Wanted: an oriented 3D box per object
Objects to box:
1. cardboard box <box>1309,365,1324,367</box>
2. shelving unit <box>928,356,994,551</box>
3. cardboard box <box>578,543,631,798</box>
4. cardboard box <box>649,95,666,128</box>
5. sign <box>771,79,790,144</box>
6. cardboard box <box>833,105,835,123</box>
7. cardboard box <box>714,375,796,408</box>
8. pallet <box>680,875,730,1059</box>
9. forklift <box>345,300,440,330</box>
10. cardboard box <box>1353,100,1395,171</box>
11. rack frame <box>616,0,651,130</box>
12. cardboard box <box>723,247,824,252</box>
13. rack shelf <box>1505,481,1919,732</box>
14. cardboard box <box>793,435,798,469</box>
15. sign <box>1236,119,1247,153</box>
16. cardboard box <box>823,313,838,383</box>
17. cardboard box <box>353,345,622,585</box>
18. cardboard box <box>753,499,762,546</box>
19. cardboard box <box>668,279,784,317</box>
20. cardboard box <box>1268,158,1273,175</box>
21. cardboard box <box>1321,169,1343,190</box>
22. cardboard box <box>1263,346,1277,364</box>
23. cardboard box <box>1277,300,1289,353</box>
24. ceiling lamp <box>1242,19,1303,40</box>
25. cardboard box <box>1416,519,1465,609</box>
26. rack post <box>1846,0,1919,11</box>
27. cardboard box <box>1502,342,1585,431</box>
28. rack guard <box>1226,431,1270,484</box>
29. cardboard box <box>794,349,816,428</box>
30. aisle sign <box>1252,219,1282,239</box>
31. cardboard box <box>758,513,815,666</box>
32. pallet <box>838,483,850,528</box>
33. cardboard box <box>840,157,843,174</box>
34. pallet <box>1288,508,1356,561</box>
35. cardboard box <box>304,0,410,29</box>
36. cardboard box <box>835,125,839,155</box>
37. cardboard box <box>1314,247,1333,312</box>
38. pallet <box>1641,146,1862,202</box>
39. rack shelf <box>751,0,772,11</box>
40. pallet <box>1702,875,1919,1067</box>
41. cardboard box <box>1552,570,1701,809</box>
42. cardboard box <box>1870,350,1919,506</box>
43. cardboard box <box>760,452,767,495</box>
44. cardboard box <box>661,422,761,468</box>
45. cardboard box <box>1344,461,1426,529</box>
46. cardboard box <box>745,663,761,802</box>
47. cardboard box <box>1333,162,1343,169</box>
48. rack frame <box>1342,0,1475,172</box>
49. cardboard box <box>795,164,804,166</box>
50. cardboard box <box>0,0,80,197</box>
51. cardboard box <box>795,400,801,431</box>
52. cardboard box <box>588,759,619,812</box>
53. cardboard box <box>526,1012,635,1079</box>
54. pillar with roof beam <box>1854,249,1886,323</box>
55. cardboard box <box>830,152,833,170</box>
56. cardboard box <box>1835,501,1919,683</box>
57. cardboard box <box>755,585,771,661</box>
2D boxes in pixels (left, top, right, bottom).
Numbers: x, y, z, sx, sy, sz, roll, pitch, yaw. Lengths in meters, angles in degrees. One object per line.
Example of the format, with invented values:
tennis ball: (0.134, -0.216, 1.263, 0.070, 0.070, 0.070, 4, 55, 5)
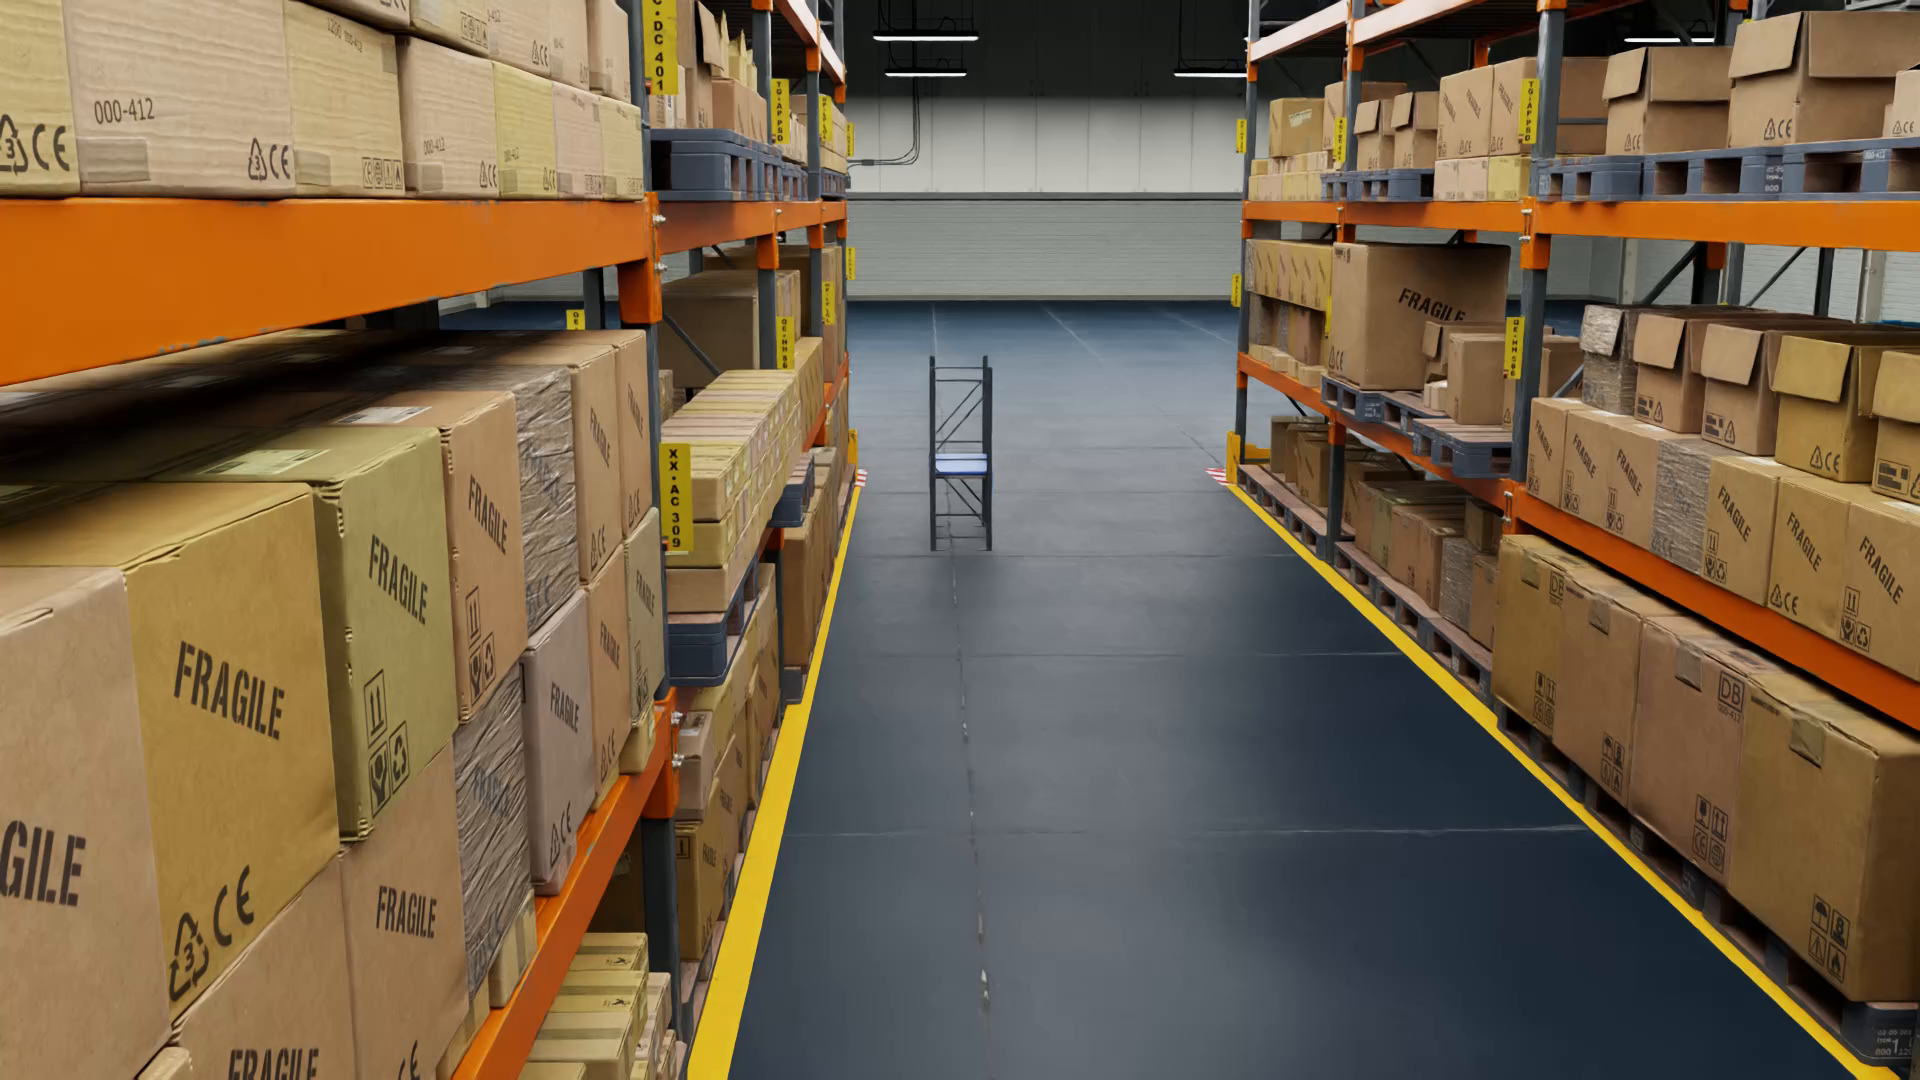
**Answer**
cardboard box: (3.174, -1.407, 14.083, 0.380, 0.149, 0.250, 0, 11, -1)
shelving unit: (-0.002, -0.752, 13.994, 0.538, 1.500, 1.048, 0, 11, -1)
cardboard box: (-1.091, 0.304, 4.015, 0.500, 0.500, 0.500, -1, 11, -3)
cardboard box: (-1.291, -1.500, 5.055, 0.700, 0.500, 0.500, 0, 11, -1)
sign: (-0.933, -2.220, 8.610, 0.100, 0.325, 0.005, 0, 11, -1)
cardboard box: (-1.254, -3.609, 14.077, 0.380, 0.149, 0.250, 0, 11, -1)
cardboard box: (-1.004, -0.723, 8.158, 0.380, 0.149, 0.250, 0, 11, -2)
pallet: (-1.411, 1.513, 6.072, 1.003, 0.211, 1.213, 0, 11, -1)
forklift: (-4.129, -0.797, 10.615, 3.031, 2.935, 1.130, -9, 14, -37)
cardboard box: (3.313, -2.922, 12.059, 0.797, 0.503, 0.637, -1, 11, -4)
rack frame: (-1.393, -2.639, 4.435, 1.000, 3.000, 0.127, 0, 11, -1)
cardboard box: (-1.693, -2.393, 15.215, 0.875, 0.550, 0.550, 0, 11, -1)
rack shelf: (3.527, 0.256, 7.064, 1.077, 0.370, 4.000, 0, 11, -1)
cardboard box: (-1.003, -0.431, 8.217, 0.380, 0.149, 0.250, 0, 11, -1)
sign: (2.778, -3.981, 16.395, 0.100, 0.325, 0.005, 0, 11, -1)
cardboard box: (-1.505, -1.653, 14.287, 0.875, 0.550, 0.550, 0, 11, -1)
cardboard box: (-1.097, -0.189, 3.931, 0.500, 0.500, 0.500, -1, 11, -3)
cardboard box: (-0.964, -0.067, 6.422, 0.380, 0.149, 0.250, -1, 11, -4)
cardboard box: (-1.510, -1.427, 10.781, 0.700, 0.500, 0.500, 0, 11, -2)
cardboard box: (3.066, -3.465, 15.424, 0.380, 0.149, 0.250, 0, 11, 1)
cardboard box: (3.132, -2.776, 13.030, 0.500, 0.250, 0.500, 0, 11, 1)
cardboard box: (3.090, -1.755, 15.797, 0.380, 0.149, 0.250, 0, 11, -1)
cardboard box: (3.401, -1.972, 15.234, 0.875, 0.500, 0.500, 0, 11, -1)
ceiling lamp: (6.406, -11.145, 31.680, 2.000, 3.185, 0.800, 0, 11, -1)
cardboard box: (3.409, 0.159, 10.912, 0.700, 0.500, 0.500, 1, 11, 4)
rack post: (8.343, -4.623, 14.405, 0.937, 0.300, 0.954, 0, 11, -2)
cardboard box: (3.434, -0.857, 9.429, 0.500, 0.500, 0.500, -2, 12, -8)
rack guard: (3.322, -0.845, 16.965, 1.175, 0.500, 0.348, 0, 11, -1)
cardboard box: (-1.259, -1.035, 11.364, 0.500, 0.500, 0.500, 0, 11, -1)
aisle sign: (3.019, -3.370, 16.587, 0.394, 0.787, 0.004, 0, 11, -1)
cardboard box: (-1.398, 0.281, 9.732, 1.050, 0.750, 0.750, 0, 11, -2)
pallet: (-1.524, -0.317, 15.093, 1.003, 0.211, 1.213, 0, 11, -1)
cardboard box: (-1.280, -3.470, 15.400, 0.380, 0.149, 0.250, 0, 11, -1)
pallet: (3.353, -0.056, 13.806, 1.003, 0.211, 1.213, 0, 11, -1)
cardboard box: (-1.070, -0.838, 2.222, 0.500, 0.250, 0.500, 0, 11, 0)
cardboard box: (-1.323, -3.486, 14.475, 0.500, 0.250, 0.500, 0, 11, -1)
cardboard box: (3.118, -2.063, 13.168, 0.500, 0.500, 0.500, 0, 11, -1)
pallet: (3.578, -1.522, 6.948, 1.003, 0.211, 1.213, 0, 11, 1)
rack shelf: (-1.434, -2.488, 6.506, 1.077, 0.370, 4.000, 0, 11, -1)
pallet: (3.477, 1.514, 6.065, 1.003, 0.211, 1.213, 0, 11, -1)
cardboard box: (3.489, 0.655, 7.572, 1.225, 0.875, 0.875, 0, 11, -1)
cardboard box: (3.547, -0.367, 5.549, 0.797, 0.503, 0.637, -1, 11, -3)
cardboard box: (-0.973, -0.269, 6.666, 0.380, 0.149, 0.250, 0, 11, -2)
cardboard box: (-0.964, -0.360, 6.371, 0.380, 0.149, 0.250, 0, 11, -2)
cardboard box: (3.434, -0.350, 13.471, 0.500, 0.500, 0.500, -1, 11, -3)
cardboard box: (-1.167, 0.863, 7.492, 0.500, 0.500, 0.500, -1, 11, -4)
cardboard box: (3.107, -2.945, 12.861, 0.380, 0.149, 0.250, 0, 11, 1)
rack frame: (3.403, -4.230, 12.275, 1.000, 3.000, 0.127, 0, 11, -1)
cardboard box: (-1.384, -2.801, 11.846, 0.500, 0.250, 0.500, 0, 11, -1)
cardboard box: (-1.064, -0.391, 1.274, 0.500, 0.250, 0.500, 0, 11, 1)
cardboard box: (-1.010, -0.626, 8.430, 0.380, 0.149, 0.250, 0, 11, 0)
cardboard box: (-1.093, 0.584, 4.268, 0.380, 0.149, 0.250, 0, 11, 1)
cardboard box: (-1.068, 1.370, 4.378, 0.380, 0.149, 0.250, 0, 11, -2)
pillar with roof beam: (14.380, -8.511, 33.377, 9.100, 9.000, 0.548, 0, 11, -1)
cardboard box: (-1.242, -3.116, 13.653, 0.380, 0.149, 0.250, 0, 11, -2)
cardboard box: (3.285, 0.160, 5.476, 0.500, 0.500, 0.500, 0, 11, -1)
cardboard box: (-1.178, 0.393, 7.924, 0.500, 0.250, 0.500, 0, 11, 0)
